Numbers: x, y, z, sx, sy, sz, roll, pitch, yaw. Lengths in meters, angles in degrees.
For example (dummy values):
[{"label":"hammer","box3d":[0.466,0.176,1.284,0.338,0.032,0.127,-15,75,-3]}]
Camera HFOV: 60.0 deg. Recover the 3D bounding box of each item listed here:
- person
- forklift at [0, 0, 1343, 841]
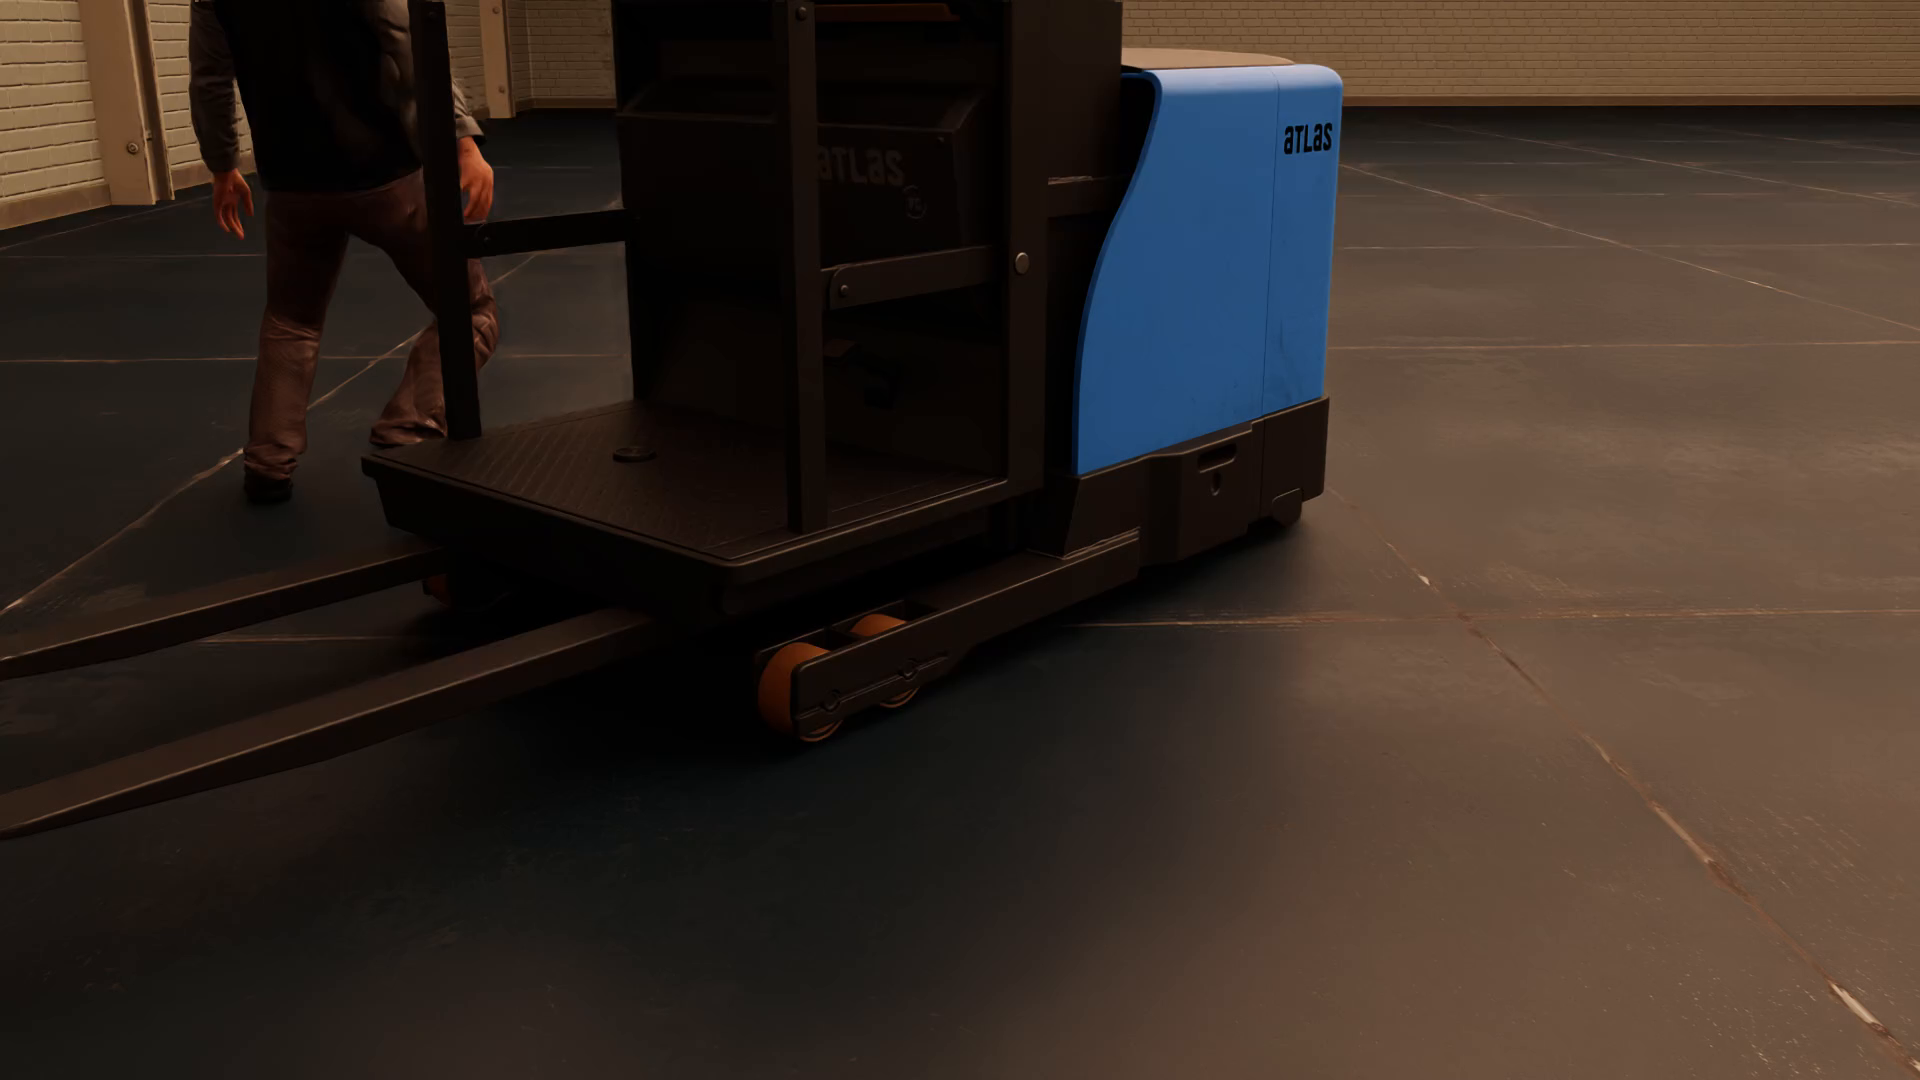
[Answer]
[{"label":"person","box3d":[-1.501,-0.902,4.095,0.882,1.636,0.486,5,18,17]},{"label":"forklift","box3d":[-0.453,-1.226,2.917,1.130,2.935,3.031,14,22,39]}]
